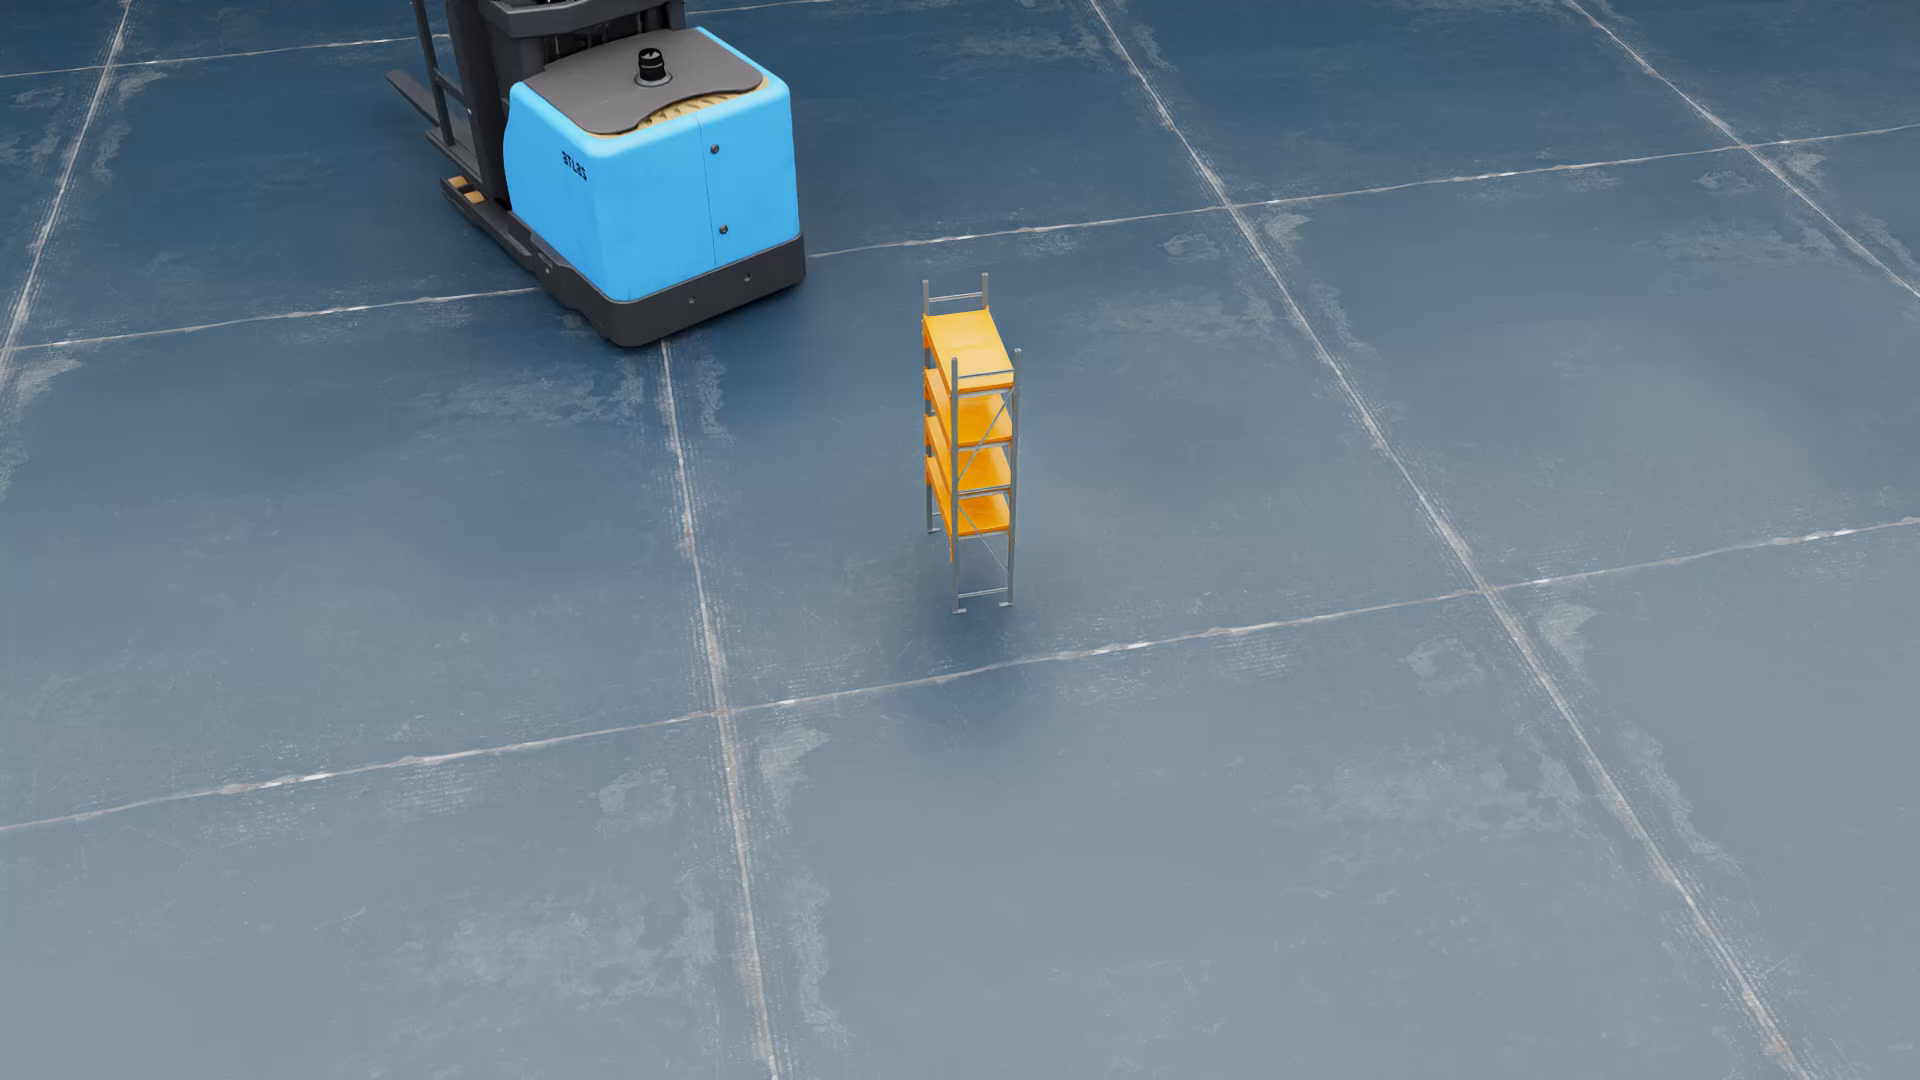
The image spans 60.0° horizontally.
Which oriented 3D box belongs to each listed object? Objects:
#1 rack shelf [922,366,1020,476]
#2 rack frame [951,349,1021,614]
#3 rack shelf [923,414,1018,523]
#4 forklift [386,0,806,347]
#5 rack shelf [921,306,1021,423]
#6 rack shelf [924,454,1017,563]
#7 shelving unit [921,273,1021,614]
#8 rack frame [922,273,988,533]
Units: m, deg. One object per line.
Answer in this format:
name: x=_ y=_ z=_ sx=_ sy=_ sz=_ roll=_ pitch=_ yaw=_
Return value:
rack shelf: x=0.036 y=-0.458 z=6.127 sx=0.258 sy=0.148 sz=0.480 roll=-8 pitch=42 yaw=-9
rack frame: x=0.088 y=-0.183 z=6.053 sx=0.240 sy=1.200 sz=0.015 roll=-8 pitch=42 yaw=-9
rack shelf: x=0.036 y=-0.291 z=6.275 sx=0.258 sy=0.148 sz=0.480 roll=-8 pitch=42 yaw=-9
forklift: x=-2.049 y=-2.909 z=7.819 sx=1.130 sy=2.935 sz=3.031 roll=-27 pitch=48 yaw=-27
rack shelf: x=0.036 y=-0.635 z=5.970 sx=0.258 sy=0.148 sz=0.480 roll=-8 pitch=42 yaw=-9
rack shelf: x=0.036 y=-0.143 z=6.407 sx=0.258 sy=0.148 sz=0.480 roll=-8 pitch=42 yaw=-9
shelving unit: x=0.036 y=-0.341 z=6.231 sx=0.258 sy=1.200 sz=0.503 roll=-8 pitch=42 yaw=-9
rack frame: x=-0.017 y=-0.500 z=6.409 sx=0.240 sy=1.200 sz=0.015 roll=-8 pitch=42 yaw=-9
